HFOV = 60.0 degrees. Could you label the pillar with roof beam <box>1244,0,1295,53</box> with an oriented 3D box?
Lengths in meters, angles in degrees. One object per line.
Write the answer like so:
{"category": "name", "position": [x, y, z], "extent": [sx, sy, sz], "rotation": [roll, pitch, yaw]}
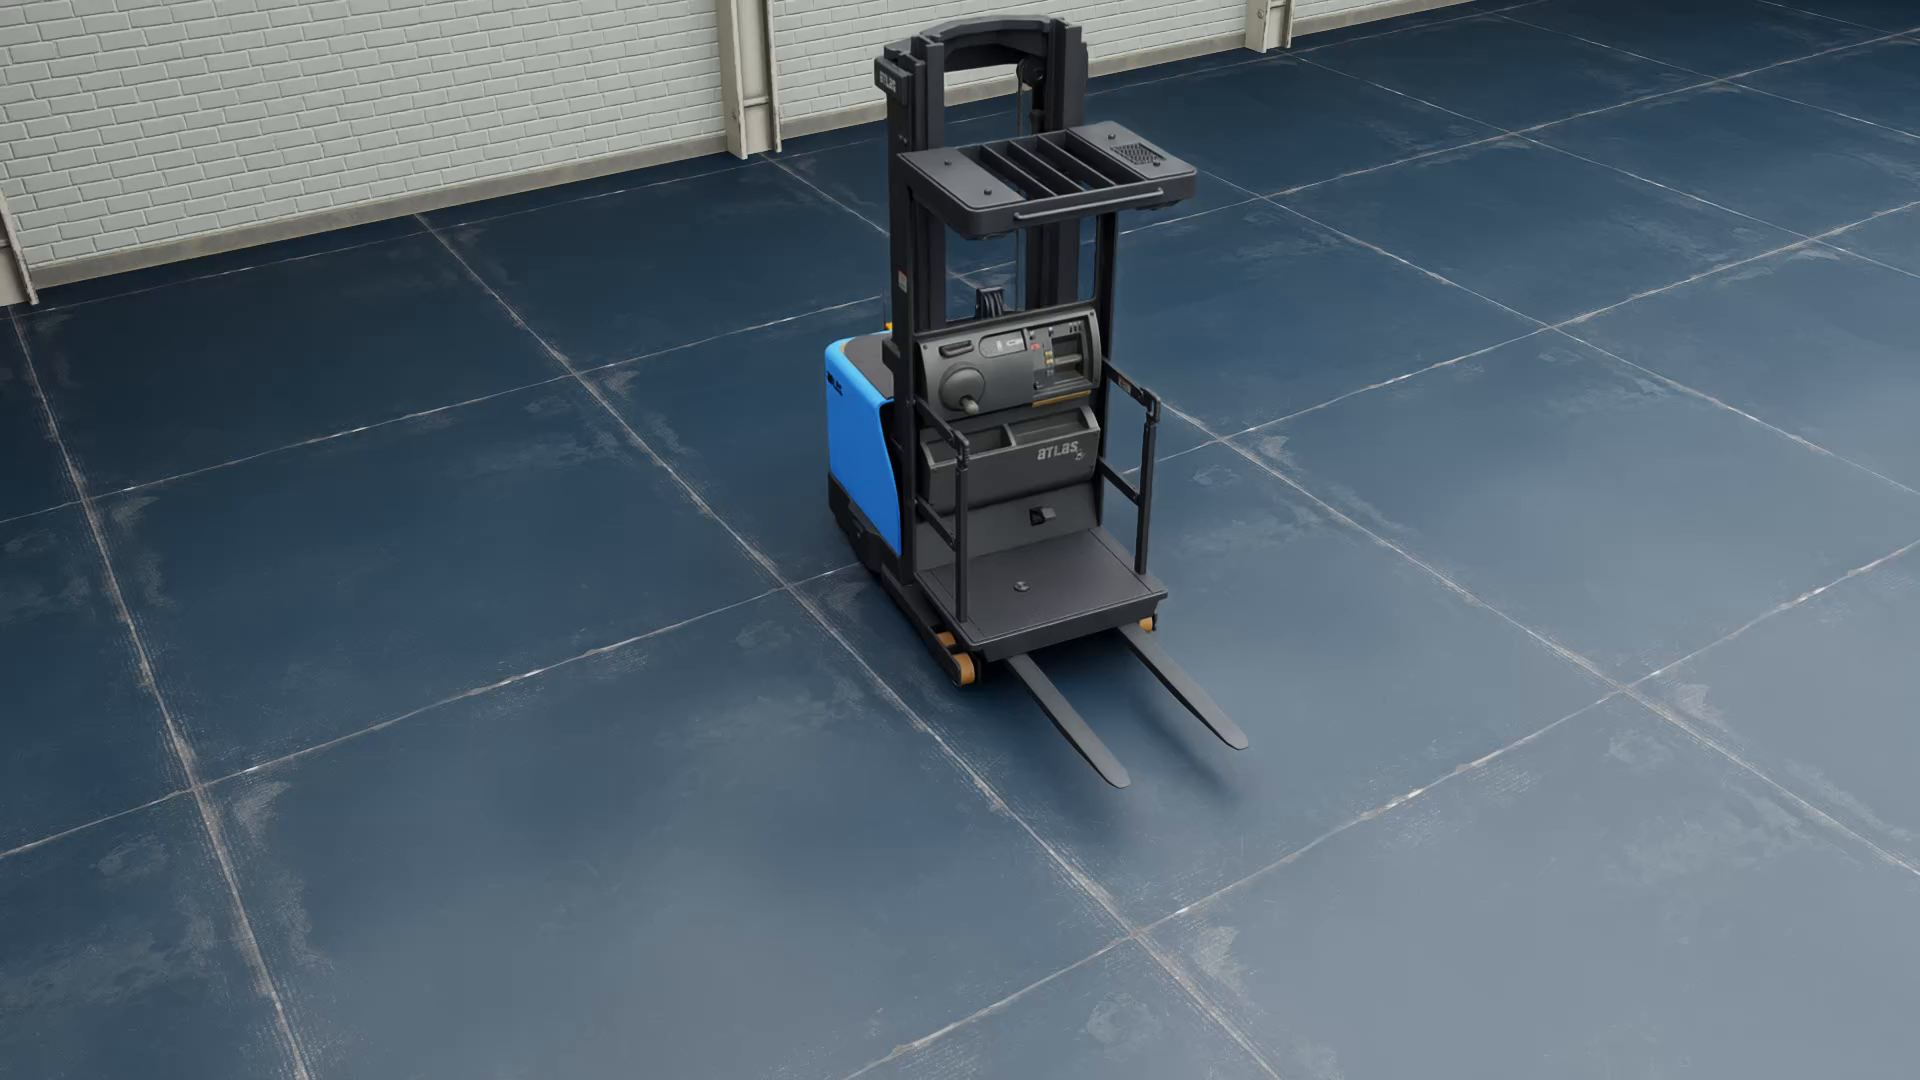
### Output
{"category": "pillar with roof beam", "position": [5.554, -7.058, 12.005], "extent": [0.400, 9.000, 9.100], "rotation": [-19, 37, -27]}

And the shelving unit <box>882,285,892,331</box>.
{"category": "shelving unit", "position": [-0.296, -0.878, 9.517], "extent": [0.189, 1.200, 0.258], "rotation": [-15, 35, -22]}

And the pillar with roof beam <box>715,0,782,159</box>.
{"category": "pillar with roof beam", "position": [0.511, -5.324, 9.255], "extent": [0.400, 9.000, 9.100], "rotation": [-19, 37, -27]}

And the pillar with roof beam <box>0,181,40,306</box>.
{"category": "pillar with roof beam", "position": [-4.532, -3.590, 6.506], "extent": [0.400, 9.000, 9.100], "rotation": [-19, 37, -27]}

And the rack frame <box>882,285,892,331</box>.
{"category": "rack frame", "position": [-0.378, -0.856, 9.482], "extent": [0.006, 1.200, 0.240], "rotation": [-15, 35, -22]}

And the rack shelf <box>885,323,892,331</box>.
{"category": "rack shelf", "position": [-0.296, -1.144, 9.348], "extent": [0.180, 0.103, 0.258], "rotation": [-15, 35, -22]}

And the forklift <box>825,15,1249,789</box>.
{"category": "forklift", "position": [0.341, -0.792, 7.758], "extent": [1.130, 2.935, 3.031], "rotation": [-14, 35, -21]}
